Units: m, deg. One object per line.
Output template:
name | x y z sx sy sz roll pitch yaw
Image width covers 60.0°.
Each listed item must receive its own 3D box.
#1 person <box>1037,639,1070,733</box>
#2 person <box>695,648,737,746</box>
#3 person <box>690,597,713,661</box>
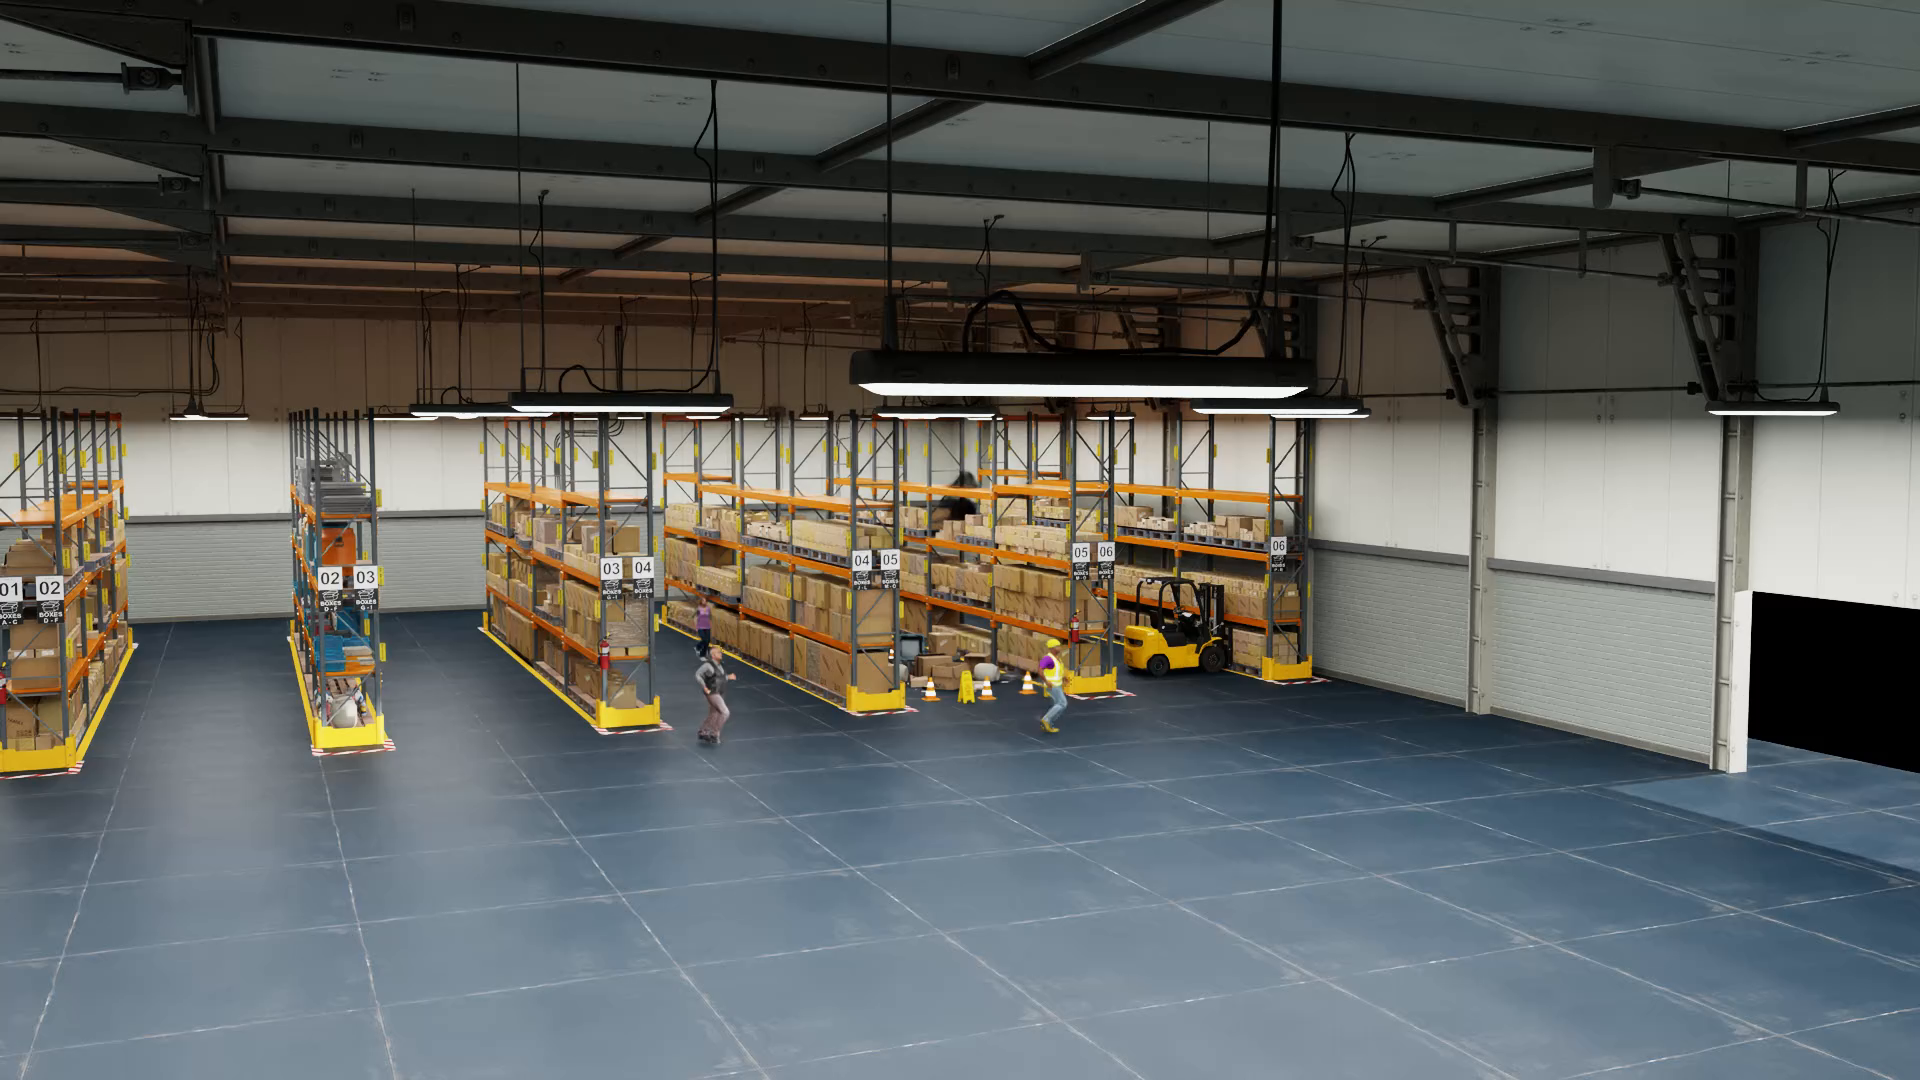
person | 1.754 2.697 30.747 0.503 1.733 0.700 1 4 19
person | -4.353 2.800 29.722 0.742 1.768 0.627 1 4 18
person | -6.161 2.145 40.002 0.529 1.558 0.531 -3 5 -34
